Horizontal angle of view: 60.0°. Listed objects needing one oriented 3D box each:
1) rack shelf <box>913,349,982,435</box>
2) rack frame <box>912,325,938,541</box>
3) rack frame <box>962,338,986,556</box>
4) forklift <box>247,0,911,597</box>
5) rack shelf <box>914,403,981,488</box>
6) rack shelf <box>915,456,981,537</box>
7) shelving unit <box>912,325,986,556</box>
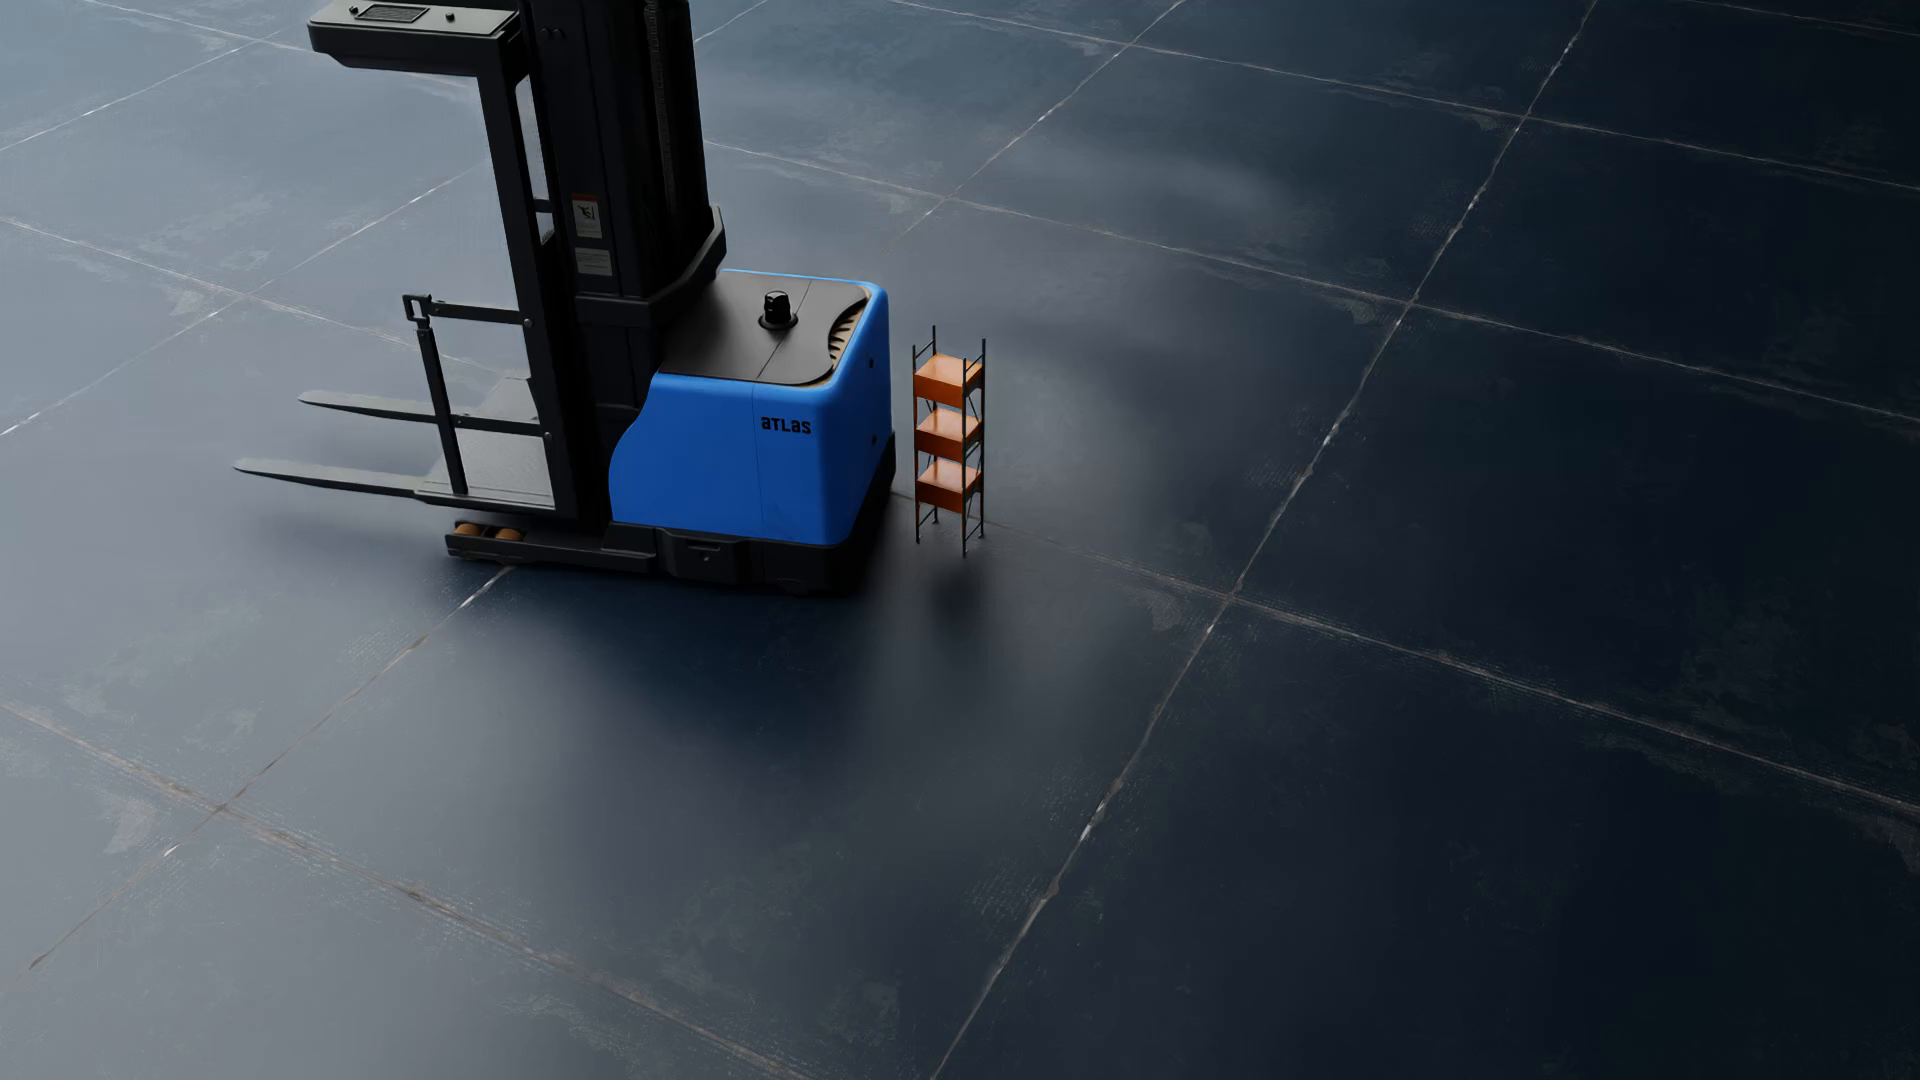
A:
[{"bbox_3d":[-0.048,-0.651,7.287,0.240,0.259,0.215,17,41,21],"label":"rack shelf"},{"bbox_3d":[-0.156,-0.467,7.497,0.008,1.050,0.200,17,41,21],"label":"rack frame"},{"bbox_3d":[0.061,-0.399,7.407,0.008,1.050,0.200,17,41,21],"label":"rack frame"},{"bbox_3d":[-1.806,-1.349,7.104,3.031,2.935,1.130,7,38,9],"label":"forklift"},{"bbox_3d":[-0.048,-0.425,7.459,0.240,0.259,0.215,17,41,21],"label":"rack shelf"},{"bbox_3d":[-0.048,-0.203,7.627,0.240,0.259,0.215,17,41,21],"label":"rack shelf"},{"bbox_3d":[-0.048,-0.433,7.452,0.252,1.050,0.215,17,41,21],"label":"shelving unit"}]
